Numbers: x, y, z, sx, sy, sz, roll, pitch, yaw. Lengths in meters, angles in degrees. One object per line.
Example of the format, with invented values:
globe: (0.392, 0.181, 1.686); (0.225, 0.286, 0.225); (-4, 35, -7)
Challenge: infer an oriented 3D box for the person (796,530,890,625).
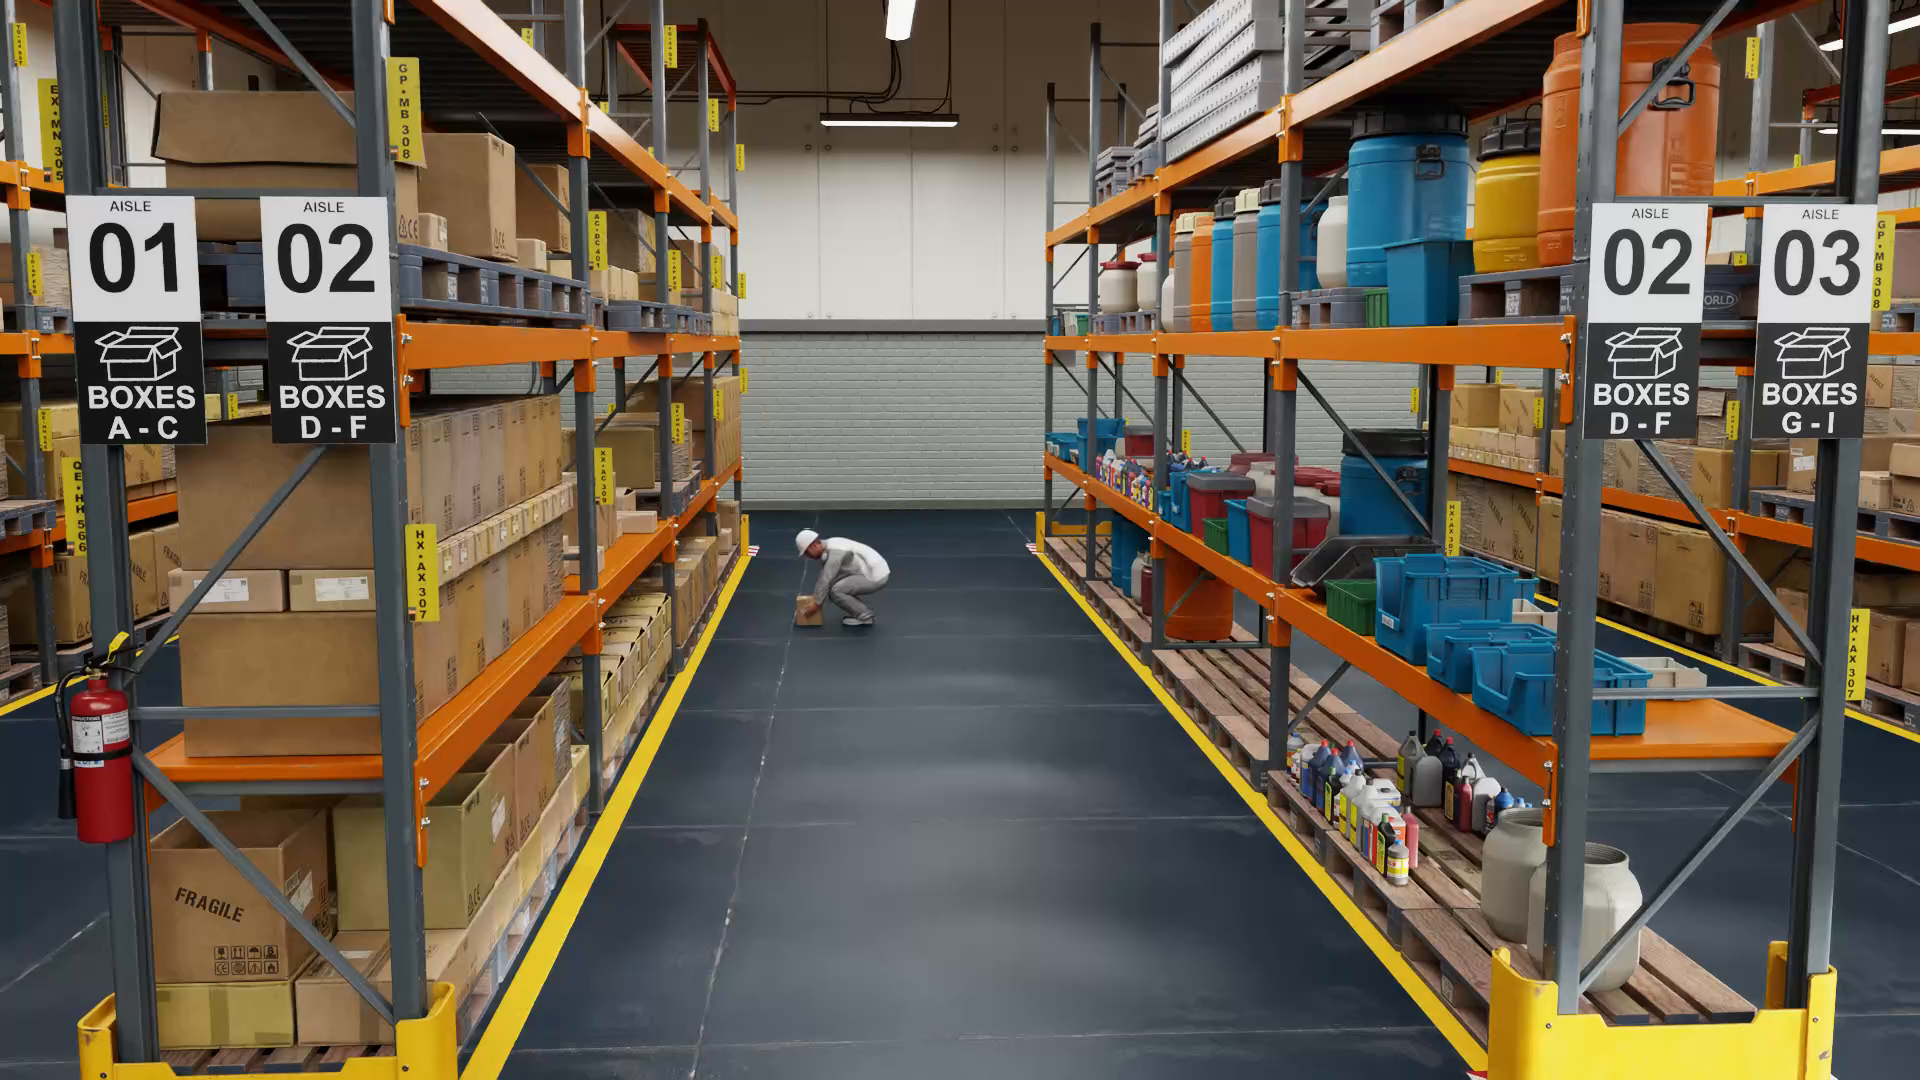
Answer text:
person: (-1.141, 0.357, 16.232); (0.913, 0.927, 0.538); (0, 7, -4)
